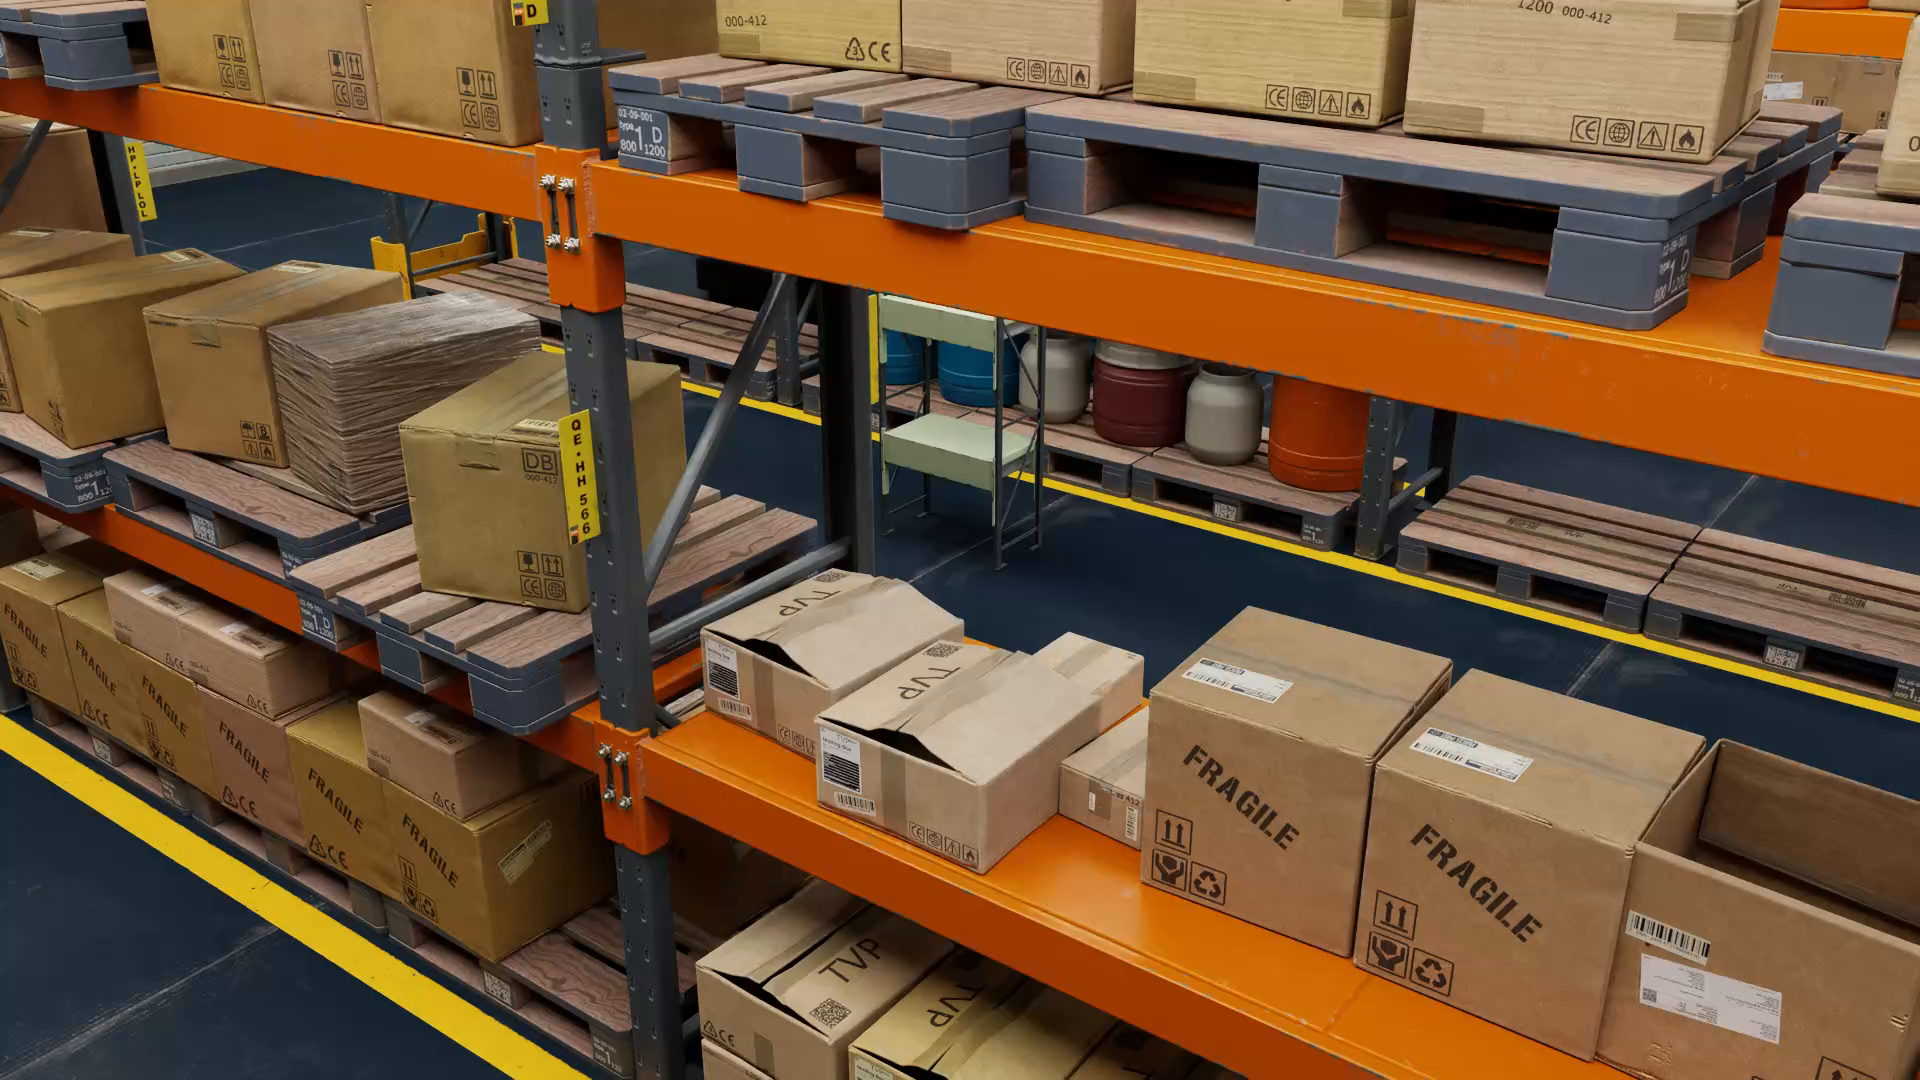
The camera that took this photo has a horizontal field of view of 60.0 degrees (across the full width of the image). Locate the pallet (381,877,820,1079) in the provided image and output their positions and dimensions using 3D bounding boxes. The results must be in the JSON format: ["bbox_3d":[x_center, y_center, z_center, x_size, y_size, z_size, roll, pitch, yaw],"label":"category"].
[{"bbox_3d":[-1.177,1.249,5.655,1.213,0.211,1.003,17,29,33],"label":"pallet"}]

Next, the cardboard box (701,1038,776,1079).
[{"bbox_3d":[-0.359,1.453,4.622,0.500,0.250,0.500,17,29,33],"label":"cardboard box"}]

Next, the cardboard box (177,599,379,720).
[{"bbox_3d":[-2.360,0.356,5.847,0.500,0.250,0.500,16,29,32],"label":"cardboard box"}]

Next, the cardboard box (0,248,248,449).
[{"bbox_3d":[-2.970,-0.707,5.991,0.700,0.500,0.500,-21,31,-39],"label":"cardboard box"}]

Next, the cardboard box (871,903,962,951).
[{"bbox_3d":[-0.035,1.022,4.904,0.500,0.311,0.500,18,29,35],"label":"cardboard box"}]

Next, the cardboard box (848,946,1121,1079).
[{"bbox_3d":[0.066,1.320,4.227,0.500,0.311,0.500,16,28,32],"label":"cardboard box"}]

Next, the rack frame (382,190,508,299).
[{"bbox_3d":[-4.030,-3.367,12.671,0.127,3.000,1.000,17,29,33],"label":"rack frame"}]

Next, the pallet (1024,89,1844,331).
[{"bbox_3d":[0.891,-0.716,3.170,1.213,0.211,1.003,18,30,36],"label":"pallet"}]

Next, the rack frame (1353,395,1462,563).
[{"bbox_3d":[2.372,-1.432,8.280,0.127,3.000,1.000,17,29,33],"label":"rack frame"}]

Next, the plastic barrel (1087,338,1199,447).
[{"bbox_3d":[1.066,-0.907,9.557,0.708,0.588,0.600,17,29,33],"label":"plastic barrel"}]

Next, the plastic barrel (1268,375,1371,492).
[{"bbox_3d":[1.970,-0.744,8.889,0.708,0.830,0.600,17,29,33],"label":"plastic barrel"}]

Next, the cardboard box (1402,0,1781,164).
[{"bbox_3d":[1.105,-0.846,2.895,0.500,0.250,0.500,14,27,29],"label":"cardboard box"}]

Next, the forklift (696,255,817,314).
[{"bbox_3d":[-0.568,-3.084,12.115,3.031,2.935,1.130,16,28,32],"label":"forklift"}]

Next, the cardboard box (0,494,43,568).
[{"bbox_3d":[-4.429,0.094,7.371,0.500,0.500,0.500,17,29,33],"label":"cardboard box"}]

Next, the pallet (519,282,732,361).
[{"bbox_3d":[-2.421,-1.583,12.082,1.213,0.211,1.003,17,29,33],"label":"pallet"}]

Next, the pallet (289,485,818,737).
[{"bbox_3d":[-1.187,0.112,5.014,1.003,0.211,1.213,17,29,33],"label":"pallet"}]

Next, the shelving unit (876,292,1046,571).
[{"bbox_3d":[0.005,-0.685,8.444,0.755,1.500,0.431,17,29,33],"label":"shelving unit"}]

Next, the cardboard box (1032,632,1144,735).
[{"bbox_3d":[0.283,0.408,4.414,0.250,0.149,0.380,17,29,33],"label":"cardboard box"}]

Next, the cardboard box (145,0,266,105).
[{"bbox_3d":[-1.796,-1.597,4.810,0.500,0.500,0.910,17,29,33],"label":"cardboard box"}]

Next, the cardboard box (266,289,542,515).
[{"bbox_3d":[-1.791,-0.471,5.455,0.700,0.500,0.500,-20,31,-38],"label":"cardboard box"}]

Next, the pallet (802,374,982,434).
[{"bbox_3d":[-0.237,-0.923,10.584,1.213,0.211,1.003,17,29,33],"label":"pallet"}]

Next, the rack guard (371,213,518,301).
[{"bbox_3d":[-4.057,-2.224,13.178,0.348,0.500,1.175,17,29,33],"label":"rack guard"}]

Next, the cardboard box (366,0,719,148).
[{"bbox_3d":[-0.971,-1.348,4.245,0.500,0.500,0.910,17,29,33],"label":"cardboard box"}]

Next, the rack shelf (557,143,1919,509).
[{"bbox_3d":[0.998,-0.395,3.098,4.000,0.370,1.077,17,29,33],"label":"rack shelf"}]

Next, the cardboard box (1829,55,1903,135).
[{"bbox_3d":[6.305,-3.048,11.302,0.700,0.500,0.500,-22,32,-40],"label":"cardboard box"}]

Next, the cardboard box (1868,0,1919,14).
[{"bbox_3d":[1.659,-0.999,2.312,0.500,0.500,0.500,20,31,38],"label":"cardboard box"}]

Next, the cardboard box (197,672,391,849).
[{"bbox_3d":[-2.329,0.707,5.979,0.500,0.500,0.500,16,28,31],"label":"cardboard box"}]

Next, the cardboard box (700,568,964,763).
[{"bbox_3d":[-0.337,0.308,4.441,0.500,0.311,0.500,19,30,36],"label":"cardboard box"}]

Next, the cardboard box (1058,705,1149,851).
[{"bbox_3d":[0.452,0.570,4.047,0.250,0.149,0.380,19,30,37],"label":"cardboard box"}]

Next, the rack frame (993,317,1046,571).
[{"bbox_3d":[0.298,-0.596,8.243,0.023,1.500,0.400,17,29,33],"label":"rack frame"}]

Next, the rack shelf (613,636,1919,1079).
[{"bbox_3d":[0.998,0.978,3.702,4.000,0.370,1.077,17,29,33],"label":"rack shelf"}]

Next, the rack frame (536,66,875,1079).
[{"bbox_3d":[-0.602,0.165,4.655,0.127,3.000,1.000,17,29,33],"label":"rack frame"}]

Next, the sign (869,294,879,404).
[{"bbox_3d":[-0.272,-0.545,4.830,0.005,0.325,0.100,17,29,33],"label":"sign"}]

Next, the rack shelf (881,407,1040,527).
[{"bbox_3d":[0.005,-0.386,8.575,0.720,0.370,0.431,17,29,33],"label":"rack shelf"}]

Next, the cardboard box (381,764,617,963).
[{"bbox_3d":[-1.491,0.957,5.412,0.500,0.500,0.500,18,30,35],"label":"cardboard box"}]

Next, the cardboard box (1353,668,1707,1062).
[{"bbox_3d":[1.171,0.647,3.437,0.500,0.500,0.500,17,29,33],"label":"cardboard box"}]

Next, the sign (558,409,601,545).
[{"bbox_3d":[-0.920,-0.151,4.035,0.005,0.325,0.100,17,29,33],"label":"sign"}]

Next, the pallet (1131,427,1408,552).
[{"bbox_3d":[1.716,-0.333,9.244,1.213,0.211,1.003,17,29,33],"label":"pallet"}]

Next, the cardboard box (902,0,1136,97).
[{"bbox_3d":[0.225,-1.119,3.513,0.500,0.250,0.500,18,29,35],"label":"cardboard box"}]

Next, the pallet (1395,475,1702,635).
[{"bbox_3d":[2.968,0.044,8.389,1.213,0.211,1.003,17,29,33],"label":"pallet"}]

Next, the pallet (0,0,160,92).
[{"bbox_3d":[-2.491,-1.659,5.307,1.003,0.211,1.213,17,29,33],"label":"pallet"}]

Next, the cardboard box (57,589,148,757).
[{"bbox_3d":[-3.129,0.461,6.537,0.500,0.500,0.500,17,29,34],"label":"cardboard box"}]

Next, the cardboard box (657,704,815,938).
[{"bbox_3d":[-0.795,0.905,5.529,0.500,0.500,0.500,18,30,35],"label":"cardboard box"}]

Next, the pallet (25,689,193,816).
[{"bbox_3d":[-3.129,0.659,6.994,1.213,0.211,1.003,17,29,33],"label":"pallet"}]

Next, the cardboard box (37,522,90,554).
[{"bbox_3d":[-4.009,0.056,7.692,0.500,0.311,0.500,17,29,33],"label":"cardboard box"}]

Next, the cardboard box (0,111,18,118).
[{"bbox_3d":[-4.424,-1.635,7.376,0.500,0.500,0.500,16,28,32],"label":"cardboard box"}]

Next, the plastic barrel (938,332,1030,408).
[{"bbox_3d":[0.163,-1.323,10.114,0.708,0.901,0.600,17,29,33],"label":"plastic barrel"}]

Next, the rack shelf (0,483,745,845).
[{"bbox_3d":[-2.203,0.011,5.898,4.000,0.370,1.077,17,29,33],"label":"rack shelf"}]

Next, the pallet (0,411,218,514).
[{"bbox_3d":[-3.229,-0.486,6.370,1.213,0.211,1.003,17,29,33],"label":"pallet"}]
